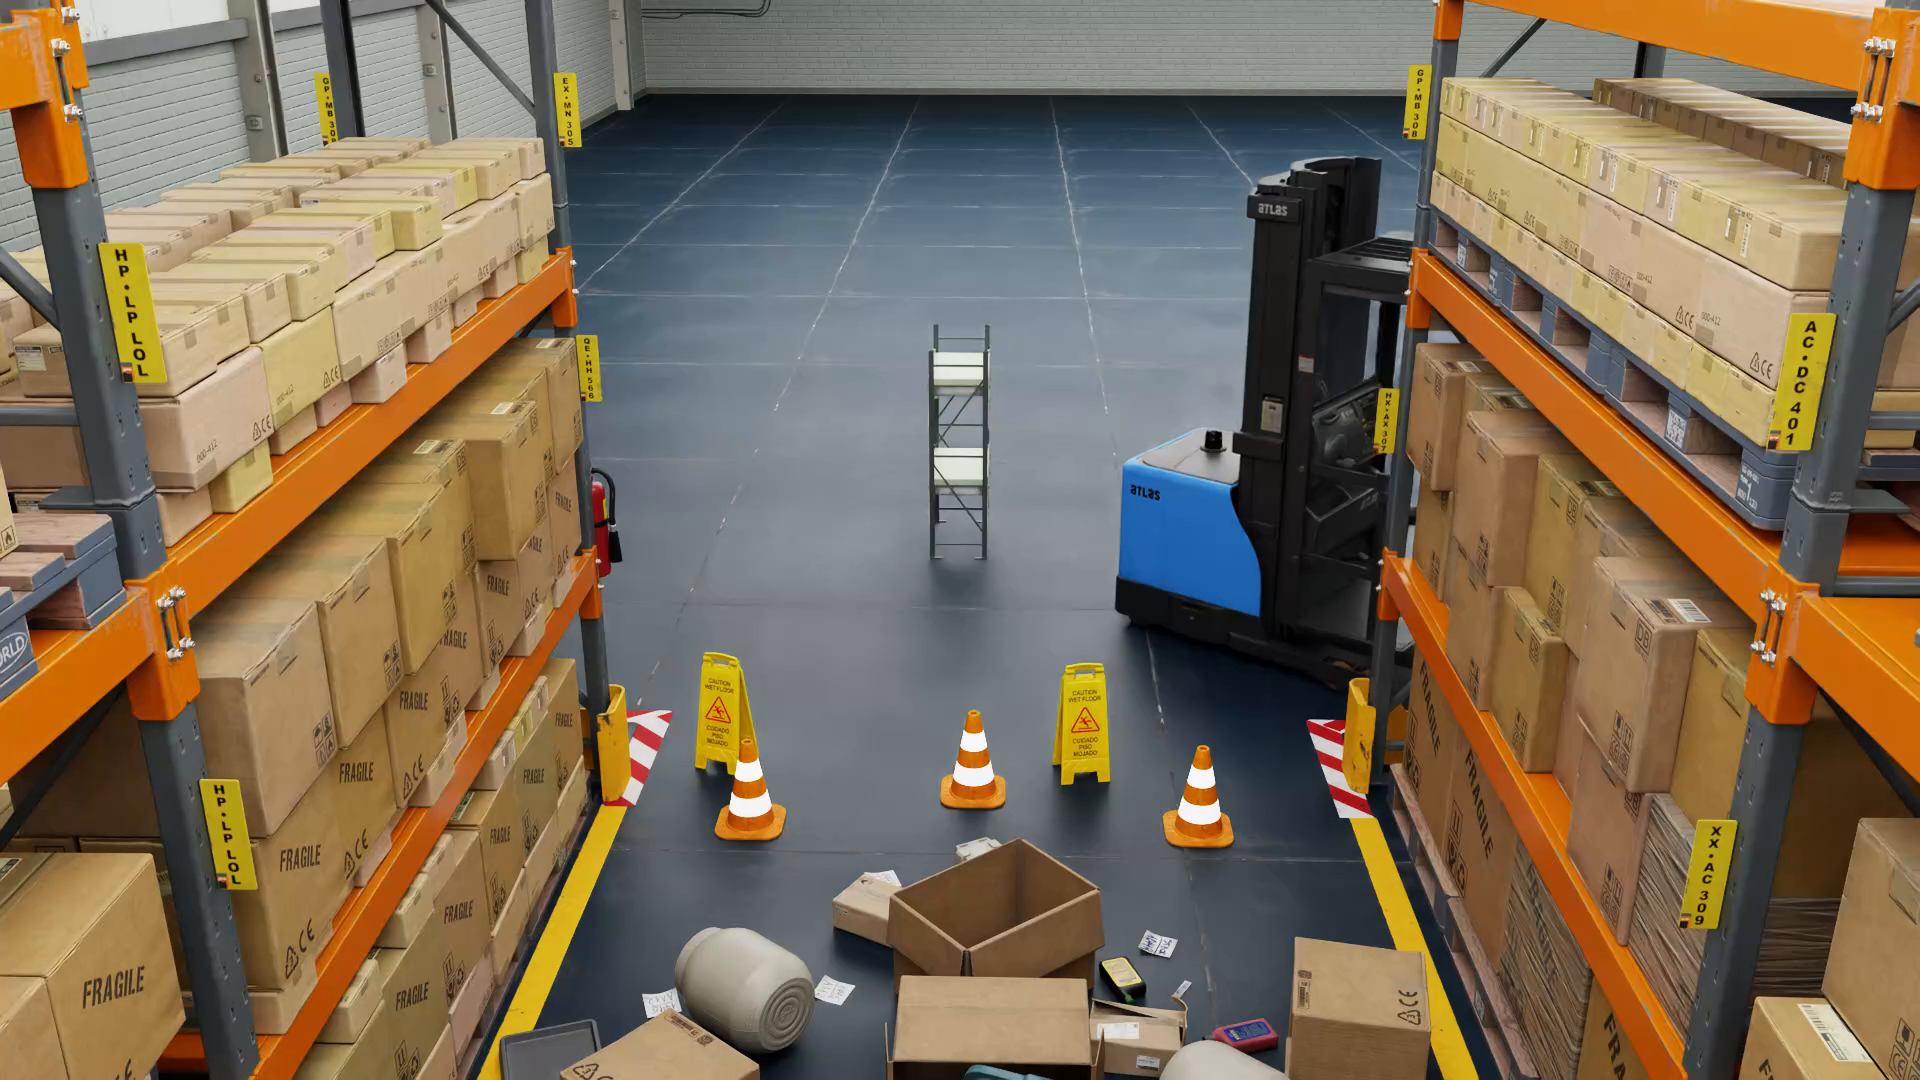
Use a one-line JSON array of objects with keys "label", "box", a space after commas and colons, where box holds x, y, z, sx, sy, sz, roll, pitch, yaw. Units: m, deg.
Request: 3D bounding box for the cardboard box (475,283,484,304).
[{"label": "cardboard box", "box": [-2.151, -1.018, 6.708, 0.380, 0.149, 0.250, 1, 21, 2]}]

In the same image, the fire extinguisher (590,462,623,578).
[{"label": "fire extinguisher", "box": [-1.864, -0.146, 8.366, 0.296, 0.674, 0.183, 1, 21, 2]}]

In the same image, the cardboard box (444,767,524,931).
[{"label": "cardboard box", "box": [-2.127, 1.254, 6.834, 0.500, 0.500, 0.500, 0, 21, 0]}]

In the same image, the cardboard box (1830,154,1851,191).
[{"label": "cardboard box", "box": [2.881, -1.074, 5.030, 0.380, 0.149, 0.250, 1, 21, 2]}]

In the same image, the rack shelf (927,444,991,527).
[{"label": "rack shelf", "box": [0.000, -0.398, 11.882, 0.431, 0.370, 0.720, 1, 21, 2]}]

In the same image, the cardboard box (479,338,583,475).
[{"label": "cardboard box", "box": [-2.126, -0.610, 7.524, 0.700, 0.500, 0.500, 0, 21, 0]}]

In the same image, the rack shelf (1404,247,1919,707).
[{"label": "rack shelf", "box": [2.562, -0.468, 5.936, 1.077, 0.370, 4.000, 1, 21, 2]}]

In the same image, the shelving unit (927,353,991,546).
[{"label": "shelving unit", "box": [0.000, -0.700, 11.759, 0.431, 1.308, 0.731, 1, 21, 2]}]

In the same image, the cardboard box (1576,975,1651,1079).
[{"label": "cardboard box", "box": [2.590, 1.886, 5.378, 0.875, 0.875, 0.875, 1, 21, 2]}]

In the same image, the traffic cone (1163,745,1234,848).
[{"label": "traffic cone", "box": [1.187, 1.231, 8.217, 0.336, 0.463, 0.334, 1, 21, 2]}]

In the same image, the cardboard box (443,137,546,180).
[{"label": "cardboard box", "box": [-2.043, -1.674, 7.294, 0.380, 0.149, 0.250, 1, 21, 2]}]

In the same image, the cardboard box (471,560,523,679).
[{"label": "cardboard box", "box": [-2.108, 0.230, 6.741, 0.500, 0.500, 0.500, 1, 21, 1]}]

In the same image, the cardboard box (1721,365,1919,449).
[{"label": "cardboard box", "box": [2.192, -0.341, 4.243, 0.380, 0.149, 0.250, 1, 21, 1]}]

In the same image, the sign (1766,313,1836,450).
[{"label": "sign", "box": [1.946, -0.364, 3.849, 0.100, 0.325, 0.005, 1, 21, 2]}]

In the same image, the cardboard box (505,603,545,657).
[{"label": "cardboard box", "box": [-2.029, 0.387, 7.231, 0.380, 0.149, 0.250, 1, 21, 3]}]

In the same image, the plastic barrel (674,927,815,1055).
[{"label": "plastic barrel", "box": [-0.878, 1.818, 6.757, 0.512, 0.421, 0.421, 18, 27, 38]}]

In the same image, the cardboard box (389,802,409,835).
[{"label": "cardboard box", "box": [-2.167, 0.933, 5.825, 0.380, 0.149, 0.250, 1, 21, 1]}]

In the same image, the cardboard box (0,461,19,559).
[{"label": "cardboard box", "box": [-2.323, -0.011, 3.392, 0.500, 0.250, 0.500, 0, 21, 1]}]

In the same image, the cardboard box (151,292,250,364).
[{"label": "cardboard box", "box": [-2.135, -0.558, 4.417, 0.380, 0.149, 0.250, 1, 21, 3]}]

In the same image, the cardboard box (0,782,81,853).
[{"label": "cardboard box", "box": [-2.685, 0.951, 4.881, 0.500, 0.500, 0.500, 0, 21, 0]}]

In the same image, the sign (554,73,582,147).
[{"label": "sign", "box": [-1.774, -1.944, 7.522, 0.100, 0.325, 0.005, 1, 21, 2]}]

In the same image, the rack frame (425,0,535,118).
[{"label": "rack frame", "box": [-2.332, -2.943, 7.174, 0.949, 2.616, 0.053, 1, 21, 2]}]

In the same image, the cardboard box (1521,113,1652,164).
[{"label": "cardboard box", "box": [2.254, -1.447, 5.991, 0.380, 0.149, 0.250, 0, 21, 1]}]

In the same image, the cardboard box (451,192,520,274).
[{"label": "cardboard box", "box": [-2.104, -1.244, 6.737, 0.500, 0.250, 0.500, 0, 21, 1]}]

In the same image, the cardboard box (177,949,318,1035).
[{"label": "cardboard box", "box": [-2.120, 1.307, 4.861, 0.380, 0.149, 0.250, 1, 21, 1]}]

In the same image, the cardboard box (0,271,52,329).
[{"label": "cardboard box", "box": [-2.630, -0.658, 4.676, 0.380, 0.149, 0.250, 1, 21, 3]}]

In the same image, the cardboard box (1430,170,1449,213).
[{"label": "cardboard box", "box": [2.292, -1.531, 7.311, 0.380, 0.149, 0.250, 1, 21, 2]}]

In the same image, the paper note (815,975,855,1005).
[{"label": "paper note", "box": [-0.543, 1.913, 7.073, 0.148, 0.019, 0.142, 8, 23, 20]}]

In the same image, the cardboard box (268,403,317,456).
[{"label": "cardboard box", "box": [-2.187, -0.366, 5.026, 0.380, 0.149, 0.250, 1, 21, 3]}]

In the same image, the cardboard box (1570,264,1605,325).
[{"label": "cardboard box", "box": [2.229, -0.801, 5.430, 0.380, 0.149, 0.250, 0, 21, 1]}]

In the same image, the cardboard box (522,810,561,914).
[{"label": "cardboard box", "box": [-2.108, 1.422, 7.437, 0.500, 0.250, 0.500, 1, 21, 2]}]

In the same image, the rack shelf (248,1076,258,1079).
[{"label": "rack shelf", "box": [-2.511, 2.359, 2.798, 1.077, 0.370, 4.000, 1, 21, 2]}]

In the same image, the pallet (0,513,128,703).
[{"label": "pallet", "box": [-2.575, 0.211, 3.451, 1.213, 0.211, 1.003, 1, 21, 2]}]

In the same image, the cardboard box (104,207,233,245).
[{"label": "cardboard box", "box": [-2.707, -1.032, 5.639, 0.380, 0.149, 0.250, 1, 21, 2]}]

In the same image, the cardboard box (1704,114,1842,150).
[{"label": "cardboard box", "box": [2.912, -1.438, 5.969, 0.380, 0.149, 0.250, 0, 21, 1]}]

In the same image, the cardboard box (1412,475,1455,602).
[{"label": "cardboard box", "box": [2.657, -0.063, 7.838, 0.875, 0.550, 0.550, 1, 21, 2]}]

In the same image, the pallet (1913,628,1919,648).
[{"label": "pallet", "box": [2.522, 0.341, 3.122, 0.805, 0.209, 1.217, 0, 21, -1]}]

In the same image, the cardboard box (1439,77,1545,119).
[{"label": "cardboard box", "box": [2.294, -1.906, 7.175, 0.380, 0.149, 0.250, 1, 21, 2]}]

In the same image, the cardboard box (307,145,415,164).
[{"label": "cardboard box", "box": [-2.535, -1.582, 7.057, 0.380, 0.149, 0.250, 1, 21, 1]}]

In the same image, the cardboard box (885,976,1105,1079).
[{"label": "cardboard box", "box": [0.129, 1.956, 6.106, 0.797, 0.637, 0.503, 1, 21, 2]}]

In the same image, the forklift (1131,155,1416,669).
[{"label": "forklift", "box": [2.463, -0.658, 9.672, 3.031, 2.935, 1.121, 16, 26, 35]}]

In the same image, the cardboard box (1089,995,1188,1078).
[{"label": "cardboard box", "box": [0.712, 1.951, 6.634, 0.396, 0.266, 0.258, 4, 22, 11]}]

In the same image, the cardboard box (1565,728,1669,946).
[{"label": "cardboard box", "box": [2.494, 0.915, 5.315, 0.875, 0.550, 0.550, 1, 21, 2]}]

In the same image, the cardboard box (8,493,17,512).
[{"label": "cardboard box", "box": [-2.650, -0.189, 4.570, 0.380, 0.149, 0.250, 1, 21, 2]}]

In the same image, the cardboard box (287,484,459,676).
[{"label": "cardboard box", "box": [-2.140, 0.126, 5.625, 0.700, 0.500, 0.500, 0, 21, 0]}]

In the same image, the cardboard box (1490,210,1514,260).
[{"label": "cardboard box", "box": [2.261, -1.166, 6.370, 0.380, 0.149, 0.250, 1, 21, 2]}]

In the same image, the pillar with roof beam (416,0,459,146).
[{"label": "pillar with roof beam", "box": [-3.361, -9.215, 23.339, 9.100, 9.000, 0.400, 1, 21, 2]}]

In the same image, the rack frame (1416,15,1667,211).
[{"label": "rack frame", "box": [2.623, -2.925, 7.127, 1.000, 3.000, 0.127, 1, 21, 2]}]

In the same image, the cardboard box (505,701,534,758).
[{"label": "cardboard box", "box": [-2.047, 0.805, 7.095, 0.380, 0.149, 0.250, 1, 21, 3]}]

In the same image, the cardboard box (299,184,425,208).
[{"label": "cardboard box", "box": [-2.187, -1.215, 6.111, 0.380, 0.149, 0.250, 0, 21, 0]}]

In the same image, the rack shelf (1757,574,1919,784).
[{"label": "rack shelf", "box": [2.440, 0.978, 2.209, 1.077, 0.370, 4.000, 1, 21, 2]}]

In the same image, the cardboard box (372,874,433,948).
[{"label": "cardboard box", "box": [-2.085, 1.294, 5.836, 0.380, 0.149, 0.250, 1, 21, 4]}]

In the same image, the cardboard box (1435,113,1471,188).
[{"label": "cardboard box", "box": [2.351, -1.666, 7.107, 0.500, 0.250, 0.500, 1, 21, 2]}]
